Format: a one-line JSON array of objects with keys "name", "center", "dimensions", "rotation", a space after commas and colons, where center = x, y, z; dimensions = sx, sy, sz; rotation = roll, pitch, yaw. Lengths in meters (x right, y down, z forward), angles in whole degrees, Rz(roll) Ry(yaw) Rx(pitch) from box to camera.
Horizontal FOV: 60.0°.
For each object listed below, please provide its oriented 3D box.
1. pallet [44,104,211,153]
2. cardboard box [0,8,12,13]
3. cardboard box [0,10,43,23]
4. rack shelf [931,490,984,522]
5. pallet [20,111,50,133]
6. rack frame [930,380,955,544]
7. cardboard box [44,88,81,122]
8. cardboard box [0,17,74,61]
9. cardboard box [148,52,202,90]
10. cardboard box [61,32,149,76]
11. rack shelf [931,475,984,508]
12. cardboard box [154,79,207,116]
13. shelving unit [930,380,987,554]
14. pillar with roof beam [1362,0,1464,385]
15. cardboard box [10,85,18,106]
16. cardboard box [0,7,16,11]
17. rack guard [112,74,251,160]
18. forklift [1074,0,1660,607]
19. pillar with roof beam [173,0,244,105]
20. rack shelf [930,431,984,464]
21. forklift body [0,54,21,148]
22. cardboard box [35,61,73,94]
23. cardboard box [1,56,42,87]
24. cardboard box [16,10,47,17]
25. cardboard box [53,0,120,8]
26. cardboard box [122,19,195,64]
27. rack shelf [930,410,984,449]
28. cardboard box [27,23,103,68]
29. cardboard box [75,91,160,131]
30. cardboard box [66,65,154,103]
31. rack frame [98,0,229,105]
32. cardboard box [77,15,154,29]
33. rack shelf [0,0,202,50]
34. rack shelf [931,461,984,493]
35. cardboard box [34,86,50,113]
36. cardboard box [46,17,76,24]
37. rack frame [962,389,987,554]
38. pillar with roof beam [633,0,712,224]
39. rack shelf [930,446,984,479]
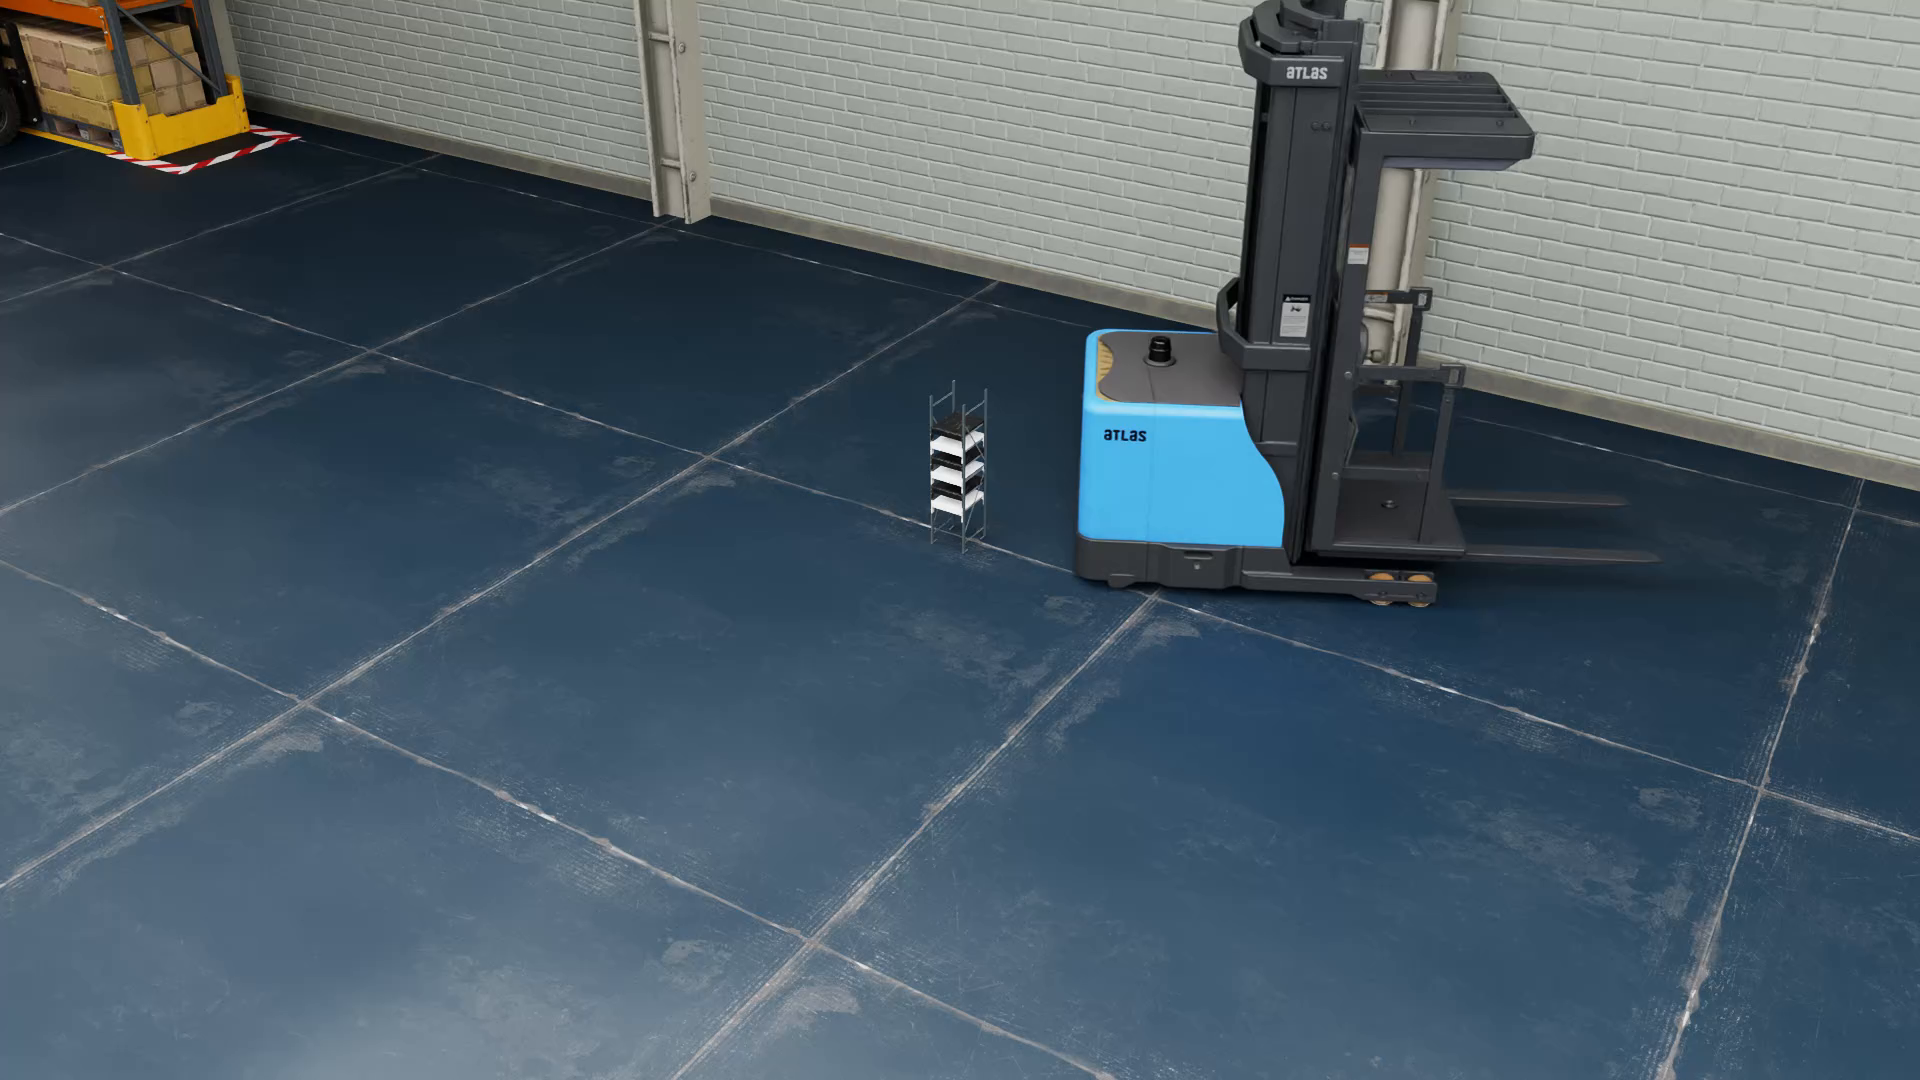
[{"name": "pallet", "center": [-7.956, -4.038, 15.962], "dimensions": [1.213, 0.211, 1.003], "rotation": [18, 35, 27]}, {"name": "cardboard box", "center": [-9.576, -5.019, 16.196], "dimensions": [0.500, 0.250, 0.500], "rotation": [19, 35, 29]}, {"name": "cardboard box", "center": [-9.135, -4.875, 15.950], "dimensions": [0.500, 0.250, 0.500], "rotation": [17, 34, 26]}, {"name": "rack shelf", "center": [-0.007, -0.207, 9.134], "dimensions": [0.200, 0.077, 0.258], "rotation": [18, 35, 27]}, {"name": "pallet", "center": [-8.985, -4.365, 16.523], "dimensions": [1.213, 0.211, 1.003], "rotation": [18, 35, 27]}, {"name": "rack frame", "center": [-0.093, -0.418, 9.074], "dimensions": [0.006, 0.900, 0.240], "rotation": [18, 35, 27]}, {"name": "cardboard box", "center": [-8.268, -4.177, 15.745], "dimensions": [0.500, 0.250, 0.500], "rotation": [18, 35, 27]}, {"name": "cardboard box", "center": [-8.710, -4.736, 15.712], "dimensions": [0.500, 0.250, 0.500], "rotation": [18, 35, 28]}, {"name": "cardboard box", "center": [-7.574, -4.479, 15.767], "dimensions": [0.500, 0.250, 0.500], "rotation": [18, 35, 28]}, {"name": "cardboard box", "center": [-7.842, -4.471, 15.257], "dimensions": [0.500, 0.250, 0.500], "rotation": [19, 35, 29]}, {"name": "rack shelf", "center": [-0.007, -0.284, 9.089], "dimensions": [0.200, 0.077, 0.258], "rotation": [18, 35, 27]}, {"name": "cardboard box", "center": [-7.598, -4.264, 15.894], "dimensions": [0.500, 0.250, 0.500], "rotation": [18, 35, 28]}, {"name": "shelving unit", "center": [-0.007, -0.391, 9.027], "dimensions": [0.210, 0.900, 0.258], "rotation": [18, 35, 27]}, {"name": "pillar with roof beam", "center": [0.479, -3.166, 5.746], "dimensions": [0.400, 9.000, 9.100], "rotation": [18, 35, 27]}, {"name": "cardboard box", "center": [-9.139, -4.445, 16.204], "dimensions": [0.500, 0.250, 0.500], "rotation": [19, 35, 29]}, {"name": "cardboard box", "center": [-9.296, -5.233, 16.562], "dimensions": [0.500, 0.250, 0.500], "rotation": [18, 35, 28]}, {"name": "rack guard", "center": [-7.266, -3.969, 15.557], "dimensions": [0.348, 0.500, 1.175], "rotation": [18, 35, 27]}, {"name": "forklift", "center": [2.151, -1.198, 8.394], "dimensions": [3.031, 2.935, 1.130], "rotation": [2, 30, 4]}, {"name": "pillar with roof beam", "center": [-9.685, -6.380, 11.256], "dimensions": [0.400, 9.000, 9.100], "rotation": [18, 35, 27]}, {"name": "rack shelf", "center": [-0.007, -0.518, 8.953], "dimensions": [0.200, 0.077, 0.258], "rotation": [18, 35, 27]}, {"name": "forklift body", "center": [-9.862, -4.418, 14.688], "dimensions": [1.214, 2.155, 2.313], "rotation": [18, 35, 27]}, {"name": "cardboard box", "center": [-8.283, -4.401, 15.633], "dimensions": [0.500, 0.250, 0.500], "rotation": [17, 34, 27]}, {"name": "cardboard box", "center": [-8.732, -4.530, 15.854], "dimensions": [0.500, 0.250, 0.500], "rotation": [17, 34, 26]}, {"name": "cardboard box", "center": [-8.866, -5.101, 16.337], "dimensions": [0.500, 0.250, 0.500], "rotation": [17, 34, 26]}, {"name": "cardboard box", "center": [-7.842, -5.118, 14.947], "dimensions": [0.500, 0.500, 0.500], "rotation": [17, 34, 26]}, {"name": "cardboard box", "center": [-7.592, -4.690, 15.633], "dimensions": [0.500, 0.250, 0.500], "rotation": [17, 34, 27]}, {"name": "rack shelf", "center": [-0.007, -0.595, 8.908], "dimensions": [0.200, 0.077, 0.258], "rotation": [18, 35, 27]}, {"name": "cardboard box", "center": [-8.277, -4.605, 15.487], "dimensions": [0.500, 0.250, 0.500], "rotation": [18, 35, 28]}, {"name": "cardboard box", "center": [-7.852, -4.040, 15.510], "dimensions": [0.500, 0.250, 0.500], "rotation": [18, 35, 28]}, {"name": "cardboard box", "center": [-7.864, -4.262, 15.394], "dimensions": [0.500, 0.250, 0.500], "rotation": [17, 34, 27]}, {"name": "rack frame", "center": [-7.286, -5.055, 14.939], "dimensions": [0.127, 3.000, 1.000], "rotation": [18, 35, 27]}, {"name": "cardboard box", "center": [-8.018, -4.823, 15.860], "dimensions": [0.500, 0.250, 0.500], "rotation": [18, 35, 27]}, {"name": "rack shelf", "center": [-8.980, -5.280, 16.038], "dimensions": [4.000, 0.370, 1.077], "rotation": [18, 35, 27]}, {"name": "rack shelf", "center": [-0.007, -0.362, 9.044], "dimensions": [0.200, 0.077, 0.258], "rotation": [18, 35, 27]}, {"name": "cardboard box", "center": [-8.687, -4.315, 15.982], "dimensions": [0.500, 0.250, 0.500], "rotation": [18, 35, 28]}, {"name": "cardboard box", "center": [-8.435, -4.961, 16.097], "dimensions": [0.500, 0.250, 0.500], "rotation": [17, 34, 27]}, {"name": "rack frame", "center": [0.079, -0.364, 8.980], "dimensions": [0.006, 0.900, 0.240], "rotation": [18, 35, 27]}, {"name": "pillar with roof beam", "center": [-4.603, -4.773, 8.501], "dimensions": [0.400, 9.000, 9.100], "rotation": [18, 35, 27]}, {"name": "rack shelf", "center": [-0.007, -0.440, 8.998], "dimensions": [0.200, 0.077, 0.258], "rotation": [18, 35, 27]}]
